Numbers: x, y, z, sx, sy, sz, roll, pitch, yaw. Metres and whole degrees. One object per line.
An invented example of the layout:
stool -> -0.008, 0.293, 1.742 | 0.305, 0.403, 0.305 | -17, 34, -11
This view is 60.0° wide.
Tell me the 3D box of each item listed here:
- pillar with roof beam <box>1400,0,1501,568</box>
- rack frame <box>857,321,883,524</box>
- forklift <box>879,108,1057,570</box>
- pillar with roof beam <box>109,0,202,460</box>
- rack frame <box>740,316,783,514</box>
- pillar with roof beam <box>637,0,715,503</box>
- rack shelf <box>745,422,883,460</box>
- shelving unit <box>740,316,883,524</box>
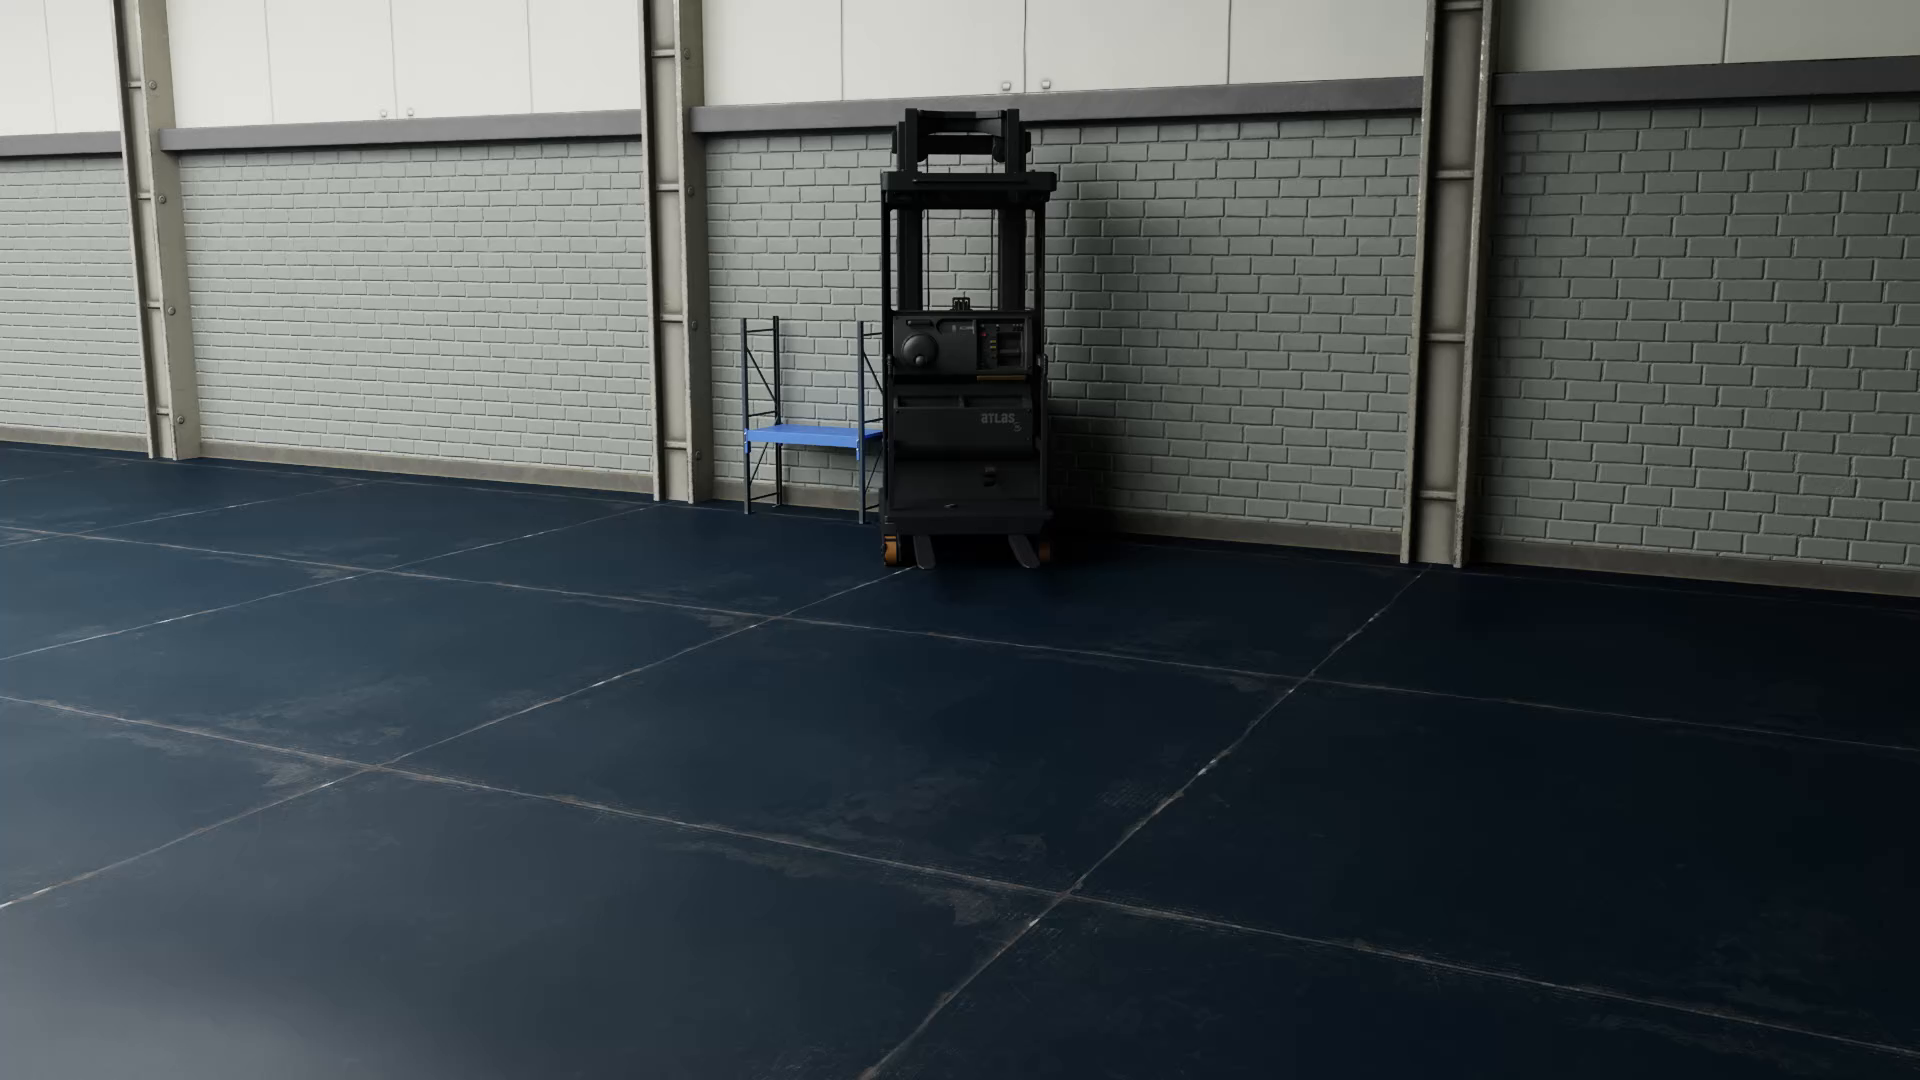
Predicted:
pillar with roof beam -> 1.228, -3.601, 6.359 | 0.400, 9.000, 9.100 | 5, 11, 26
rack frame -> -0.627, -0.897, 12.473 | 0.032, 1.500, 0.500 | 5, 11, 26
forklift -> 0.034, -1.332, 10.857 | 1.130, 2.935, 3.031 | -1, 10, -3
pillar with roof beam -> -9.534, -4.547, 11.583 | 0.400, 9.000, 9.100 | 5, 11, 26
rack frame -> -1.539, -0.977, 12.915 | 0.032, 1.500, 0.500 | 5, 11, 26
pillar with roof beam -> -4.153, -4.074, 8.971 | 0.400, 9.000, 9.100 | 5, 11, 26
rack shelf -> -1.083, -0.760, 12.726 | 1.000, 0.185, 0.538 | 5, 11, 26
shelving unit -> -1.083, -0.937, 12.694 | 1.048, 1.500, 0.538 | 5, 11, 26
